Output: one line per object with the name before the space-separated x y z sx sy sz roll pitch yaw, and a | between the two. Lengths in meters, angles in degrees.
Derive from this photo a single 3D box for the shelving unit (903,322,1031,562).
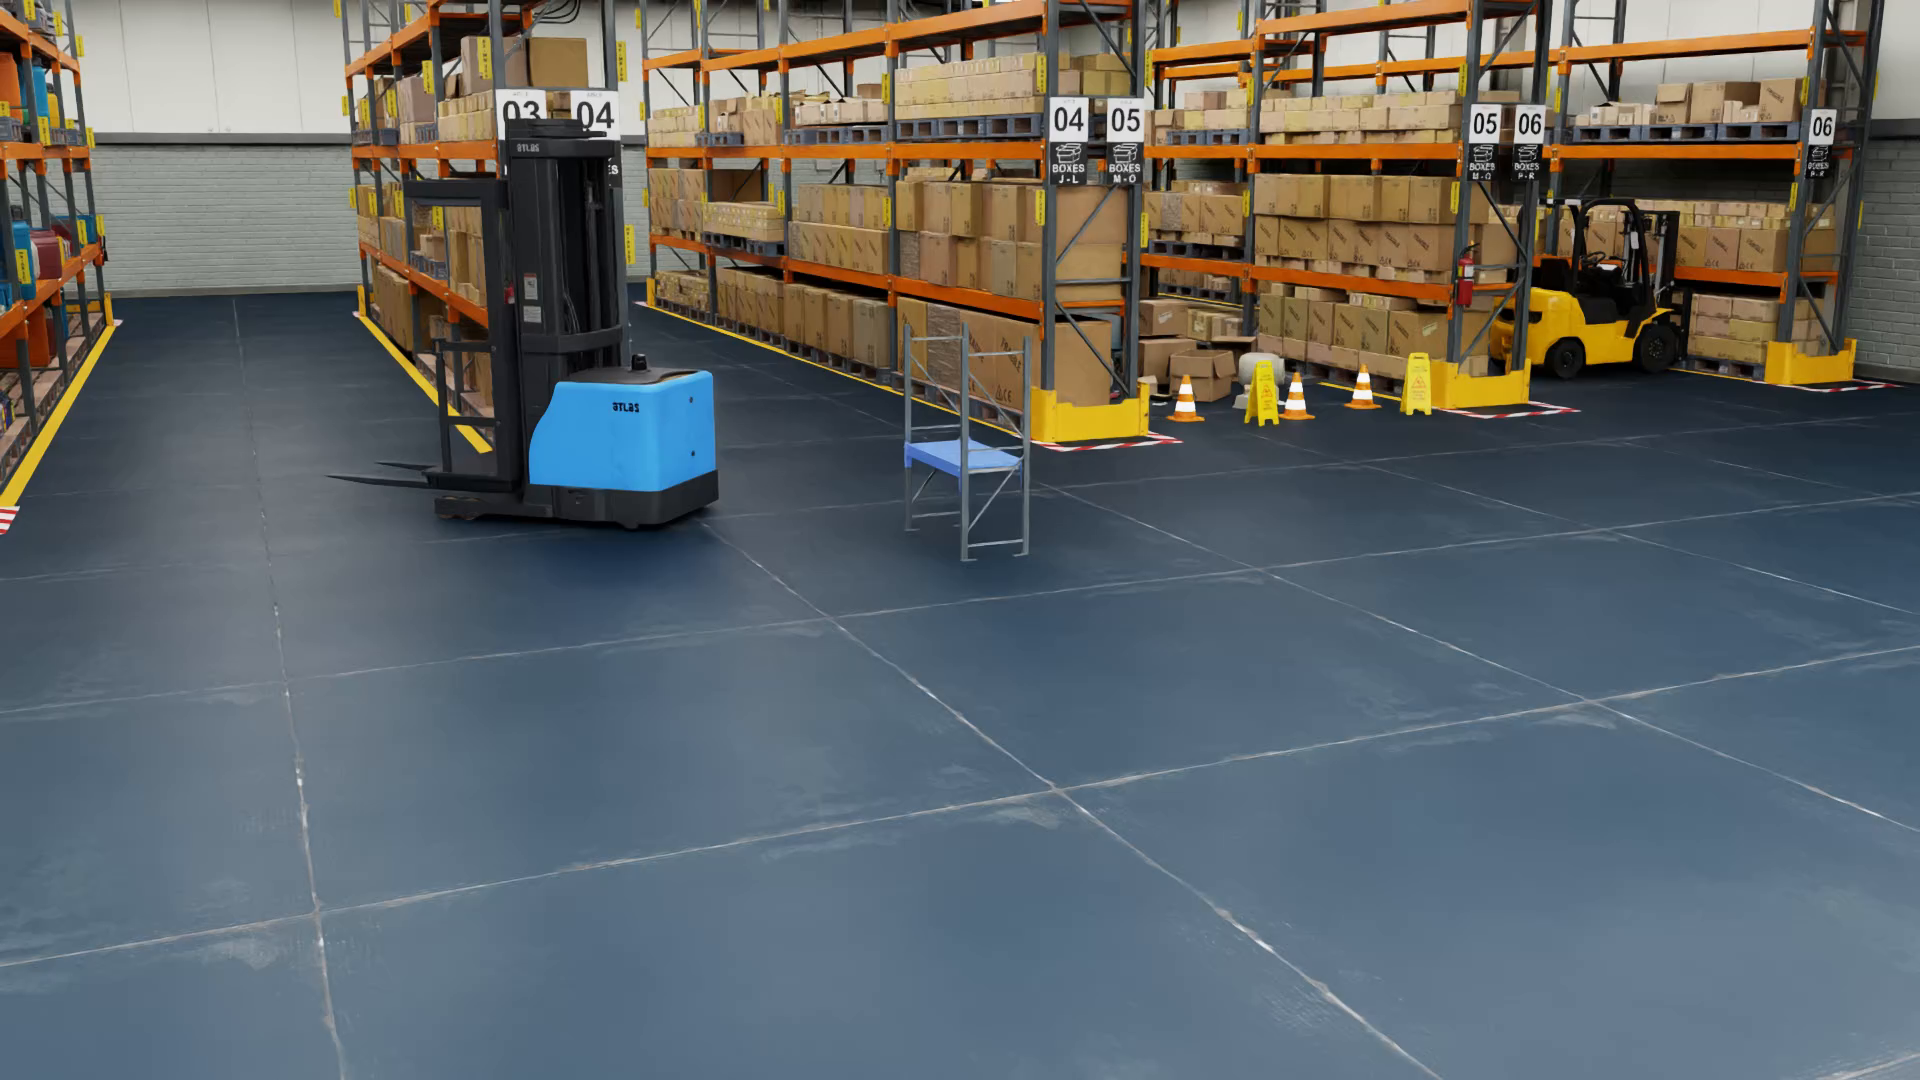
shelving unit | 0.034 -0.713 11.625 0.538 1.500 1.048 -6 14 -23

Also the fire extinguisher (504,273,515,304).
fire extinguisher | -3.704 -1.950 13.816 0.296 0.674 0.183 -6 14 -23

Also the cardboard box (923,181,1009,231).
cardboard box | 0.099 -3.723 18.578 0.875 0.550 0.550 -6 14 -23

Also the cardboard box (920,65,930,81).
cardboard box | -0.204 -5.024 17.909 0.380 0.149 0.250 -6 14 -24

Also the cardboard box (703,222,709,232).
cardboard box | -3.813 -4.919 26.096 0.380 0.149 0.250 -6 14 -26

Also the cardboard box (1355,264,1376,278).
cardboard box | 4.830 -3.142 19.350 0.380 0.149 0.250 -6 14 -24

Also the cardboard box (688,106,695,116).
cardboard box | -4.177 -6.926 26.830 0.380 0.149 0.250 -6 14 -23

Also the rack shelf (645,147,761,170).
rack shelf | -4.350 -6.484 28.175 1.077 0.370 4.000 -6 14 -23

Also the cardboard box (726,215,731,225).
cardboard box | -3.283 -4.793 24.893 0.380 0.149 0.250 -6 14 -24

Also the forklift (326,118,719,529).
forklift | -3.449 -1.683 12.643 3.031 2.935 1.130 4 14 18

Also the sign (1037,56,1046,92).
sign | 0.755 -4.288 15.306 0.100 0.325 0.005 -6 14 -23

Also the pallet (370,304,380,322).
pallet | -9.345 -3.842 28.003 1.003 0.211 1.213 -6 14 -23

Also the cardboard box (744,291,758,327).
cardboard box | -2.881 -3.448 24.726 0.500 0.500 0.500 -6 14 -25

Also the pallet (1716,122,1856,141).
pallet | 10.040 -4.964 20.210 1.003 0.211 1.213 -6 14 -23

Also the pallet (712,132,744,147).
pallet | -2.981 -5.978 24.812 1.213 0.211 1.003 -6 14 -23

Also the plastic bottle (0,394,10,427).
plastic bottle | -8.869 -1.209 15.342 0.144 0.351 0.185 -6 15 -26

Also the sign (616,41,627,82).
sign | -2.830 -3.989 13.864 0.100 0.325 0.005 -6 14 -23

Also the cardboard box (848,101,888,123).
cardboard box | -1.041 -5.184 20.142 0.500 0.250 0.500 -6 14 -23

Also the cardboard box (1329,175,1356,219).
cardboard box | 4.781 -4.032 19.539 0.700 0.500 0.500 -6 14 -23

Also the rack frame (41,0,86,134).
rack frame | -14.275 -7.834 25.762 1.000 3.000 0.127 -6 14 -23

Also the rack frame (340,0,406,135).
rack frame | -9.737 -8.282 27.695 1.000 3.000 0.127 -6 14 -23

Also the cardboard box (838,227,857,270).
cardboard box | -1.203 -3.648 20.757 0.500 0.500 0.500 -5 14 -22

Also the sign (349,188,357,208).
sign | -10.248 -5.770 28.054 0.100 0.325 0.005 -6 14 -23

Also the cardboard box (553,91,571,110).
cardboard box | -3.226 -3.714 14.059 0.380 0.149 0.250 -6 14 -23

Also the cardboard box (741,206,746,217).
cardboard box | -2.968 -4.776 24.162 0.380 0.149 0.250 -6 14 -23

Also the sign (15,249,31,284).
sign | -8.959 -2.615 15.900 0.100 0.325 0.005 -6 14 -23

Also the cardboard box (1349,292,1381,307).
cardboard box | 4.783 -2.813 19.438 0.380 0.149 0.250 -5 14 -21

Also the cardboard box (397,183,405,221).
cardboard box | -7.343 -4.669 22.944 0.797 0.503 0.637 -5 14 -21

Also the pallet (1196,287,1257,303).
pallet | 5.218 -4.660 31.537 1.003 0.211 1.213 -6 14 -23

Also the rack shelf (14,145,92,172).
rack shelf | -13.474 -5.609 24.396 1.077 0.370 4.000 -6 14 -23

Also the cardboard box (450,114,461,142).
cardboard box | -4.578 -3.939 15.919 0.500 0.250 0.500 -6 14 -25

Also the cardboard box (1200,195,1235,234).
cardboard box | 3.555 -4.350 22.200 0.500 0.500 0.500 -6 14 -23

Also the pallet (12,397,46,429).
pallet | -9.818 -1.232 16.727 1.003 0.211 1.213 -6 14 -23

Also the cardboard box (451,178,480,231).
cardboard box | -4.781 -3.341 16.555 0.500 0.500 0.500 -6 14 -23

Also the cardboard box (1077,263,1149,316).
cardboard box | 2.348 -3.921 25.939 0.875 0.875 0.875 -6 14 -23

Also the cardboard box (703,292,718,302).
cardboard box | -3.967 -3.957 27.044 0.380 0.149 0.250 -5 14 -22

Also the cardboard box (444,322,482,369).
cardboard box | -5.778 -2.336 19.879 0.700 0.500 0.500 -4 14 -18

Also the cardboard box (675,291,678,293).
cardboard box | -4.758 -4.260 29.016 0.380 0.149 0.250 -6 14 -23

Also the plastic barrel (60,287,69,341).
plastic barrel | -12.470 -3.153 22.565 0.600 0.901 0.708 -6 14 -23

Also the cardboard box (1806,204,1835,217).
cardboard box | 10.361 -3.996 20.162 0.380 0.149 0.250 -6 14 -24

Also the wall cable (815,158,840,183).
wall cable | -2.937 -7.927 37.145 0.585 1.953 0.123 -6 14 -23

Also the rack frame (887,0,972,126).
rack frame | -0.345 -6.230 18.829 1.000 3.000 0.127 -6 14 -23

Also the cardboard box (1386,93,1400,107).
cardboard box | 5.014 -4.935 18.677 0.380 0.149 0.250 -6 14 -23

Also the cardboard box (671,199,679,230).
cardboard box | -4.593 -5.547 28.301 0.500 0.500 0.500 -6 14 -24

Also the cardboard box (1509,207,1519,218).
cardboard box | 8.187 -4.746 24.064 0.380 0.149 0.250 -6 14 -23

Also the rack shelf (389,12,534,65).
rack shelf | -5.731 -5.670 18.895 1.077 0.370 4.000 -6 14 -23

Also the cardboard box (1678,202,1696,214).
cardboard box | 9.360 -4.217 21.117 0.380 0.149 0.250 -5 14 -22

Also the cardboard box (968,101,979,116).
cardboard box | 0.305 -4.373 16.865 0.380 0.149 0.250 -6 14 -23

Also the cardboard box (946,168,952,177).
cardboard box | -0.036 -6.634 30.001 0.380 0.149 0.250 -6 14 -23

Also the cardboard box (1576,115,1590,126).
cardboard box | 8.598 -5.696 22.580 0.380 0.149 0.250 -5 14 -22

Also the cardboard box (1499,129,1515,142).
cardboard box | 5.917 -4.385 18.069 0.380 0.149 0.250 -6 14 -23

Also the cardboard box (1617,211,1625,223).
cardboard box | 8.953 -4.282 22.060 0.380 0.149 0.250 -6 14 -24

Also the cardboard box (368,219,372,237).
cardboard box | -8.966 -4.884 25.993 0.500 0.250 0.500 -5 14 -22

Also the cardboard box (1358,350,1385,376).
cardboard box | 4.982 -2.064 19.301 0.500 0.250 0.500 -6 14 -23

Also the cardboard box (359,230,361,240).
cardboard box | -9.897 -5.133 27.954 0.380 0.149 0.250 -5 14 -22

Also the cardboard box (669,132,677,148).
cardboard box | -4.584 -6.736 28.004 0.500 0.250 0.500 -6 14 -23

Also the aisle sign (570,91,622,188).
aisle sign | -3.028 -3.334 13.858 0.394 0.787 0.004 -6 14 -23
